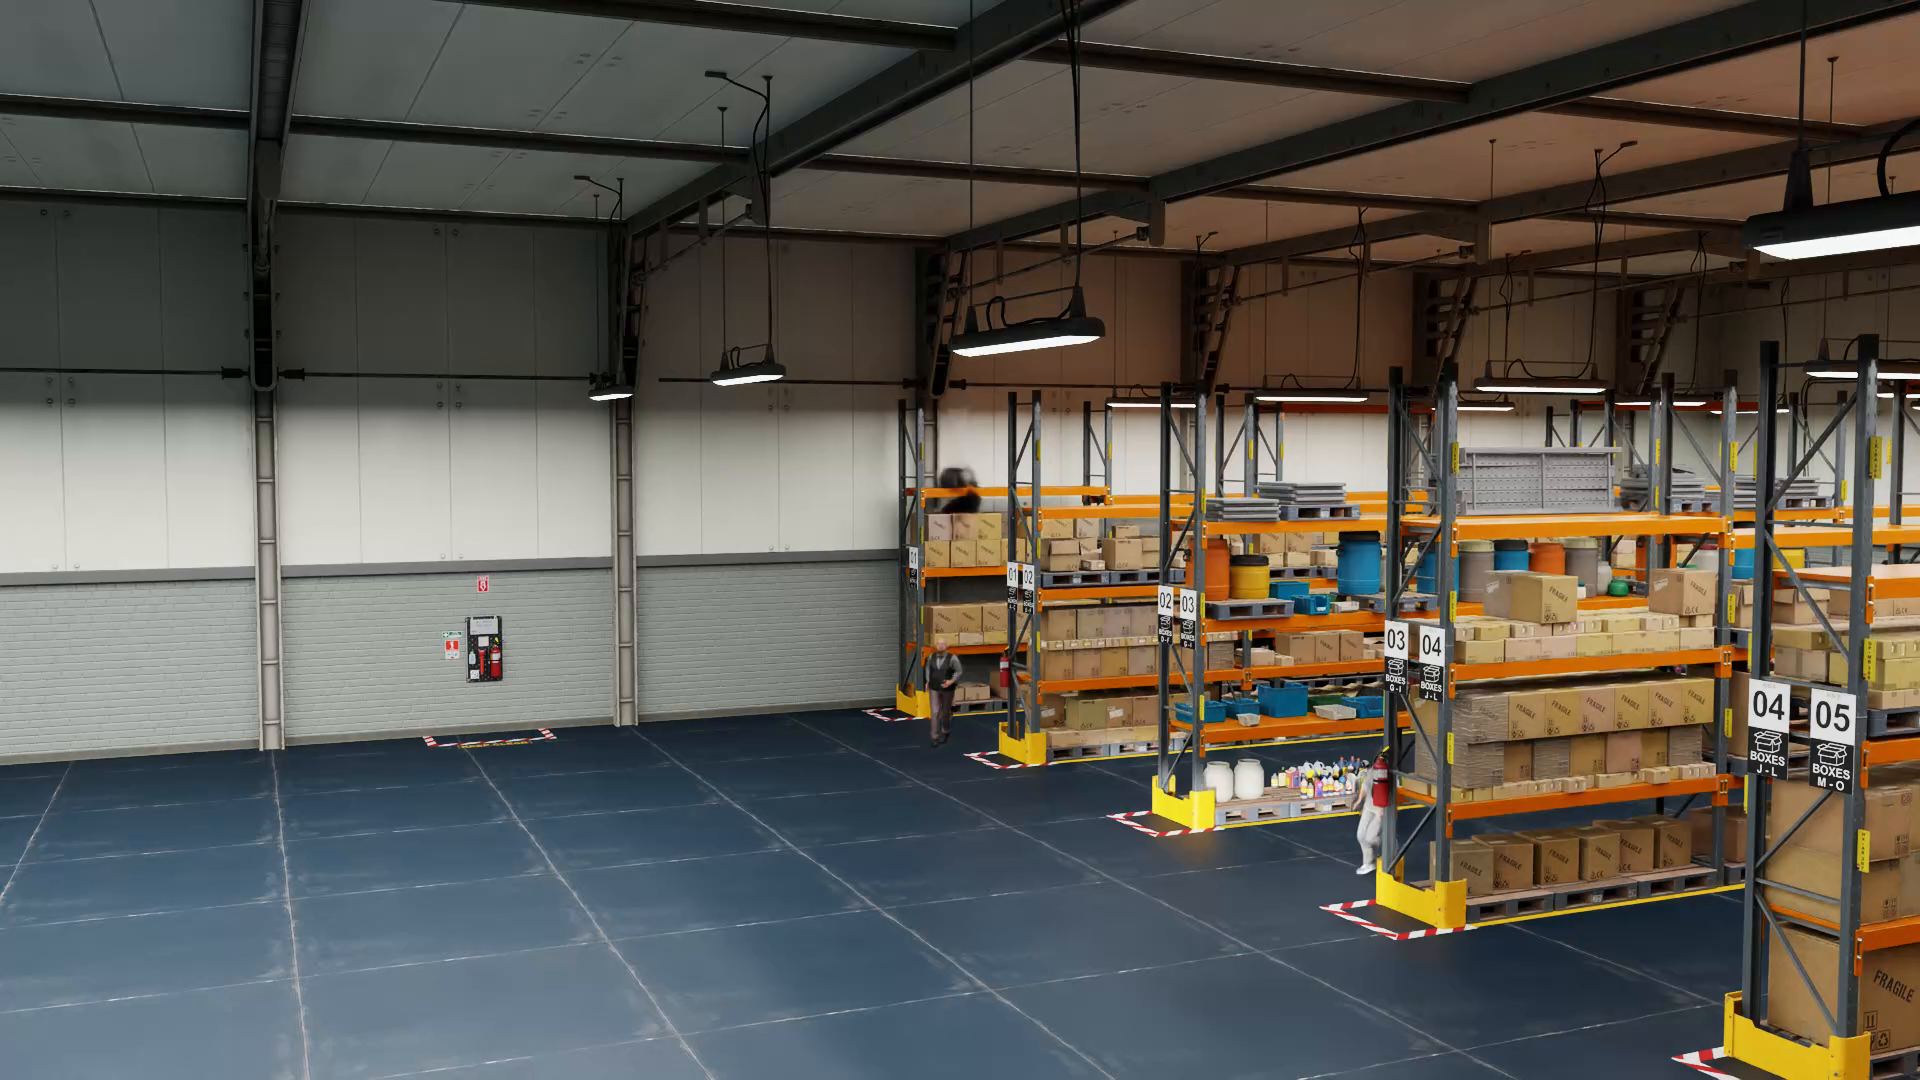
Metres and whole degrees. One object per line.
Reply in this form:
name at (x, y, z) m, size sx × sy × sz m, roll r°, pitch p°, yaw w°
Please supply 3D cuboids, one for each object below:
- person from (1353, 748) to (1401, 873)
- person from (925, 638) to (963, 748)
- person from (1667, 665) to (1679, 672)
person at (5.019, 3.248, 19.878) m, size 0.498 × 1.548 × 0.586 m, roll -2°, pitch 4°, yaw -30°
person at (-0.271, 2.455, 26.760) m, size 0.659 × 1.759 × 0.868 m, roll 1°, pitch 3°, yaw 11°
person at (12.884, 2.608, 30.121) m, size 0.688 × 1.578 × 0.523 m, roll -1°, pitch 4°, yaw -20°
